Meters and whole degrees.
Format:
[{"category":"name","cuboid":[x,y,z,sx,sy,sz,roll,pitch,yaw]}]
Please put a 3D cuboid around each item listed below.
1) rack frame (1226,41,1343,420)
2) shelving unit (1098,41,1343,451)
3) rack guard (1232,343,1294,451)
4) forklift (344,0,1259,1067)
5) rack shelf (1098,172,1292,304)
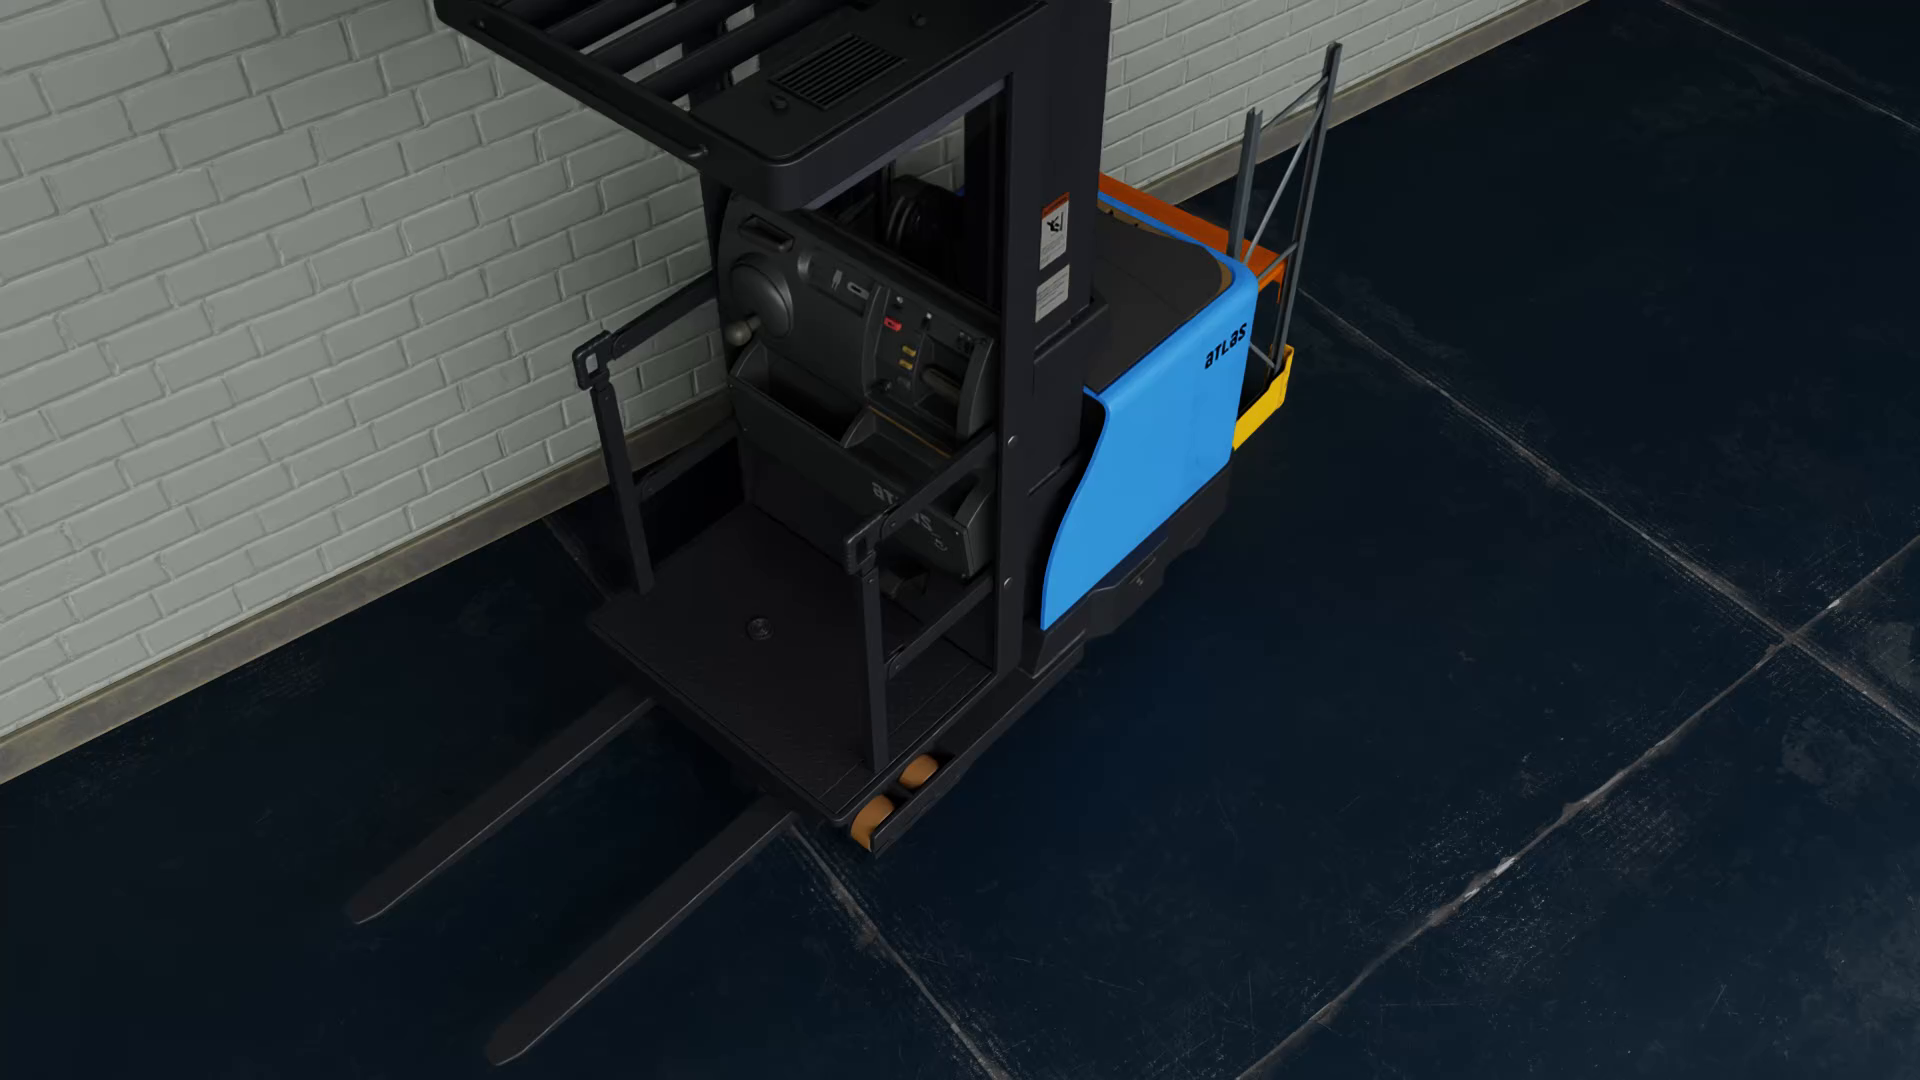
[{"category":"rack frame","cuboid":[1.006,-0.880,5.536,0.032,1.500,0.500,31,55,25]},{"category":"shelving unit","cuboid":[0.619,-1.113,5.747,1.083,1.500,0.587,31,55,25]},{"category":"rack guard","cuboid":[1.005,-0.461,5.999,0.087,0.250,0.587,31,55,25]},{"category":"forklift","cuboid":[-0.427,-0.497,4.222,1.130,2.935,3.031,33,56,26]},{"category":"rack shelf","cuboid":[0.612,-0.997,5.884,1.000,0.185,0.538,31,55,25]}]
